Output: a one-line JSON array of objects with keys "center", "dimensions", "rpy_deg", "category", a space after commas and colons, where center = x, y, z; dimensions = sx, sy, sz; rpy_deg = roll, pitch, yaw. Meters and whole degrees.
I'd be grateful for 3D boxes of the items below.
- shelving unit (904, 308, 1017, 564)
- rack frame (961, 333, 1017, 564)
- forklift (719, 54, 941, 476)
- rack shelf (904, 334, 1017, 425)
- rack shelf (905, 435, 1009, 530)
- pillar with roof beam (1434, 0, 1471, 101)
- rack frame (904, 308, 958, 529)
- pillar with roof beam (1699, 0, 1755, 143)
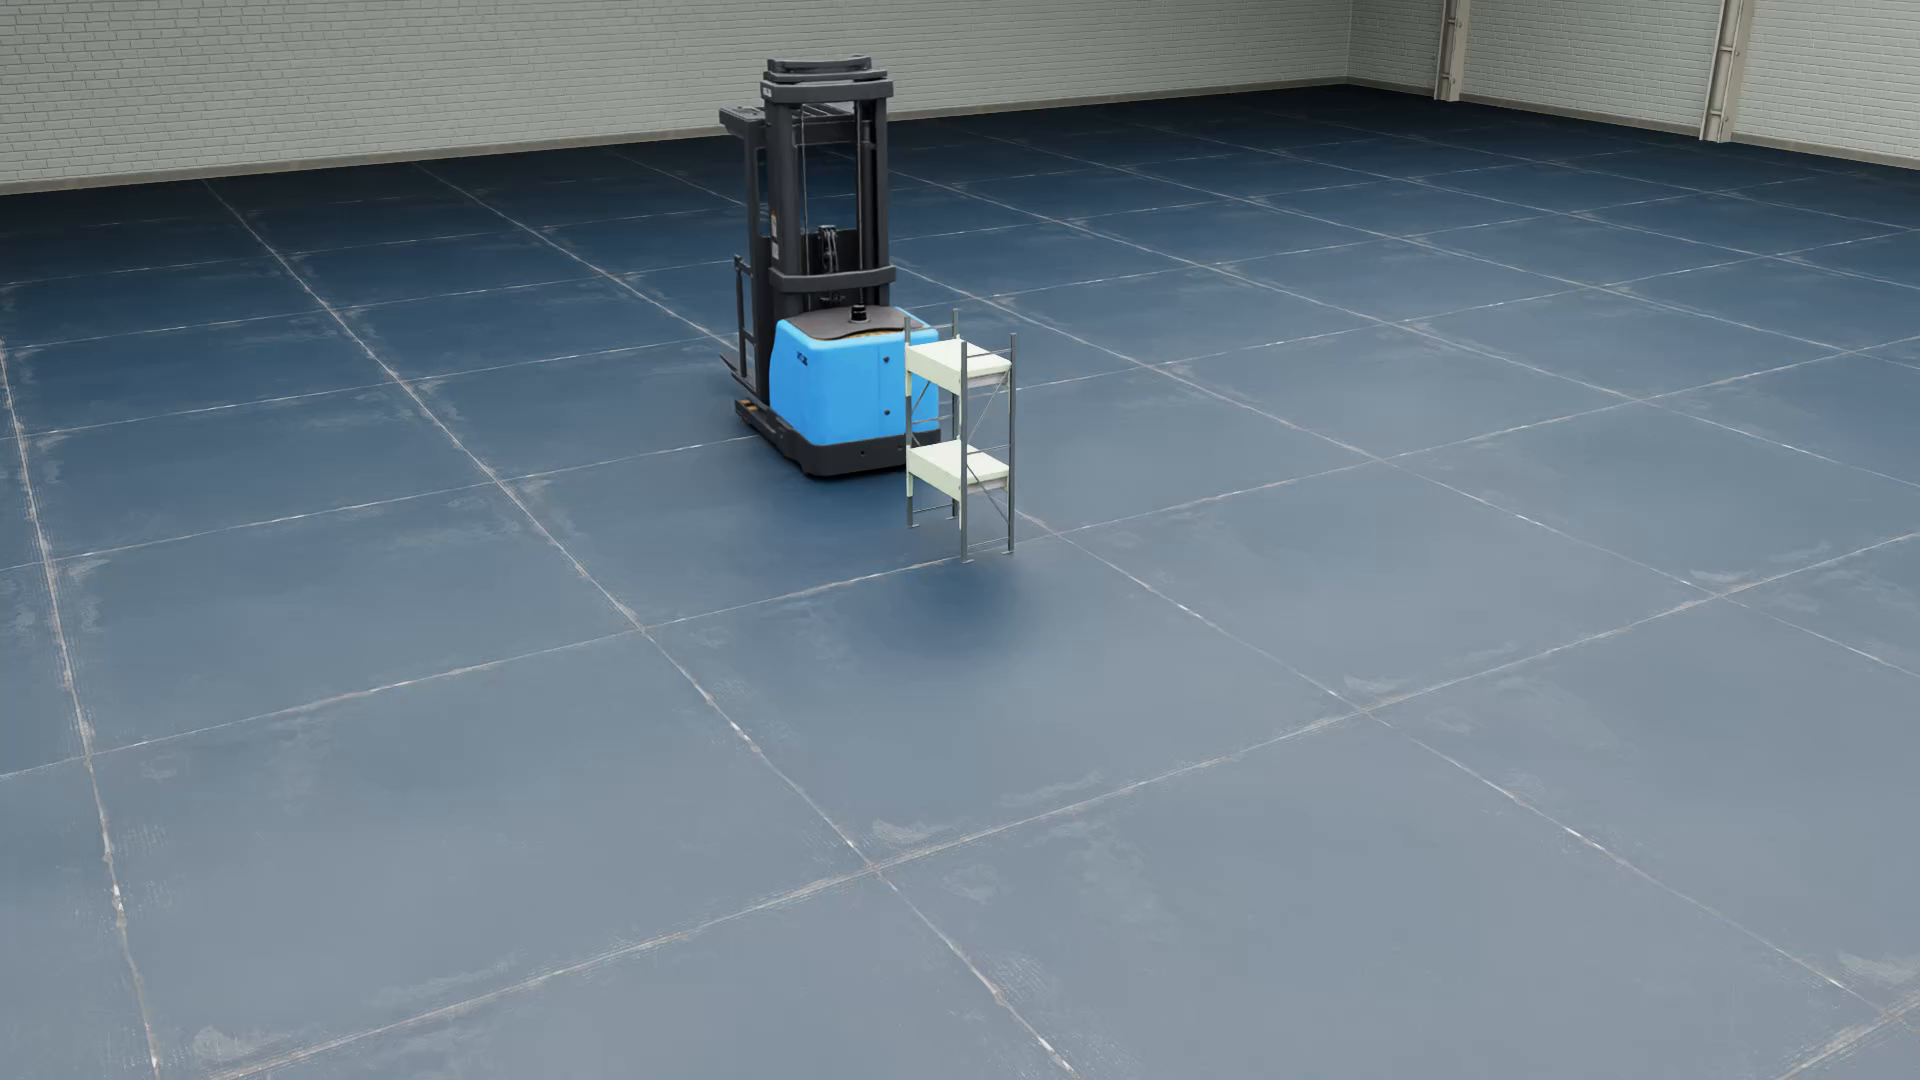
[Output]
[{"center": [-0.003, -0.697, 11.034], "dimensions": [0.431, 1.500, 0.755], "rpy_deg": [-13, 25, -28], "category": "shelving unit"}, {"center": [0.184, -0.578, 10.743], "dimensions": [0.400, 1.500, 0.023], "rpy_deg": [-13, 25, -28], "category": "rack frame"}, {"center": [-1.212, -2.349, 13.197], "dimensions": [1.130, 2.935, 3.031], "rpy_deg": [-10, 24, -22], "category": "forklift"}, {"center": [-0.003, -1.058, 10.887], "dimensions": [0.431, 0.370, 0.720], "rpy_deg": [-13, 25, -28], "category": "rack shelf"}, {"center": [-0.003, -0.395, 11.157], "dimensions": [0.431, 0.370, 0.720], "rpy_deg": [-13, 25, -28], "category": "rack shelf"}, {"center": [5.791, -11.927, 28.705], "dimensions": [9.100, 9.000, 0.400], "rpy_deg": [-13, 25, -28], "category": "pillar with roof beam"}, {"center": [-0.190, -0.815, 11.326], "dimensions": [0.400, 1.500, 0.023], "rpy_deg": [-13, 25, -28], "category": "rack frame"}, {"center": [8.856, -9.985, 23.927], "dimensions": [9.100, 9.000, 0.400], "rpy_deg": [-13, 25, -28], "category": "pillar with roof beam"}]
